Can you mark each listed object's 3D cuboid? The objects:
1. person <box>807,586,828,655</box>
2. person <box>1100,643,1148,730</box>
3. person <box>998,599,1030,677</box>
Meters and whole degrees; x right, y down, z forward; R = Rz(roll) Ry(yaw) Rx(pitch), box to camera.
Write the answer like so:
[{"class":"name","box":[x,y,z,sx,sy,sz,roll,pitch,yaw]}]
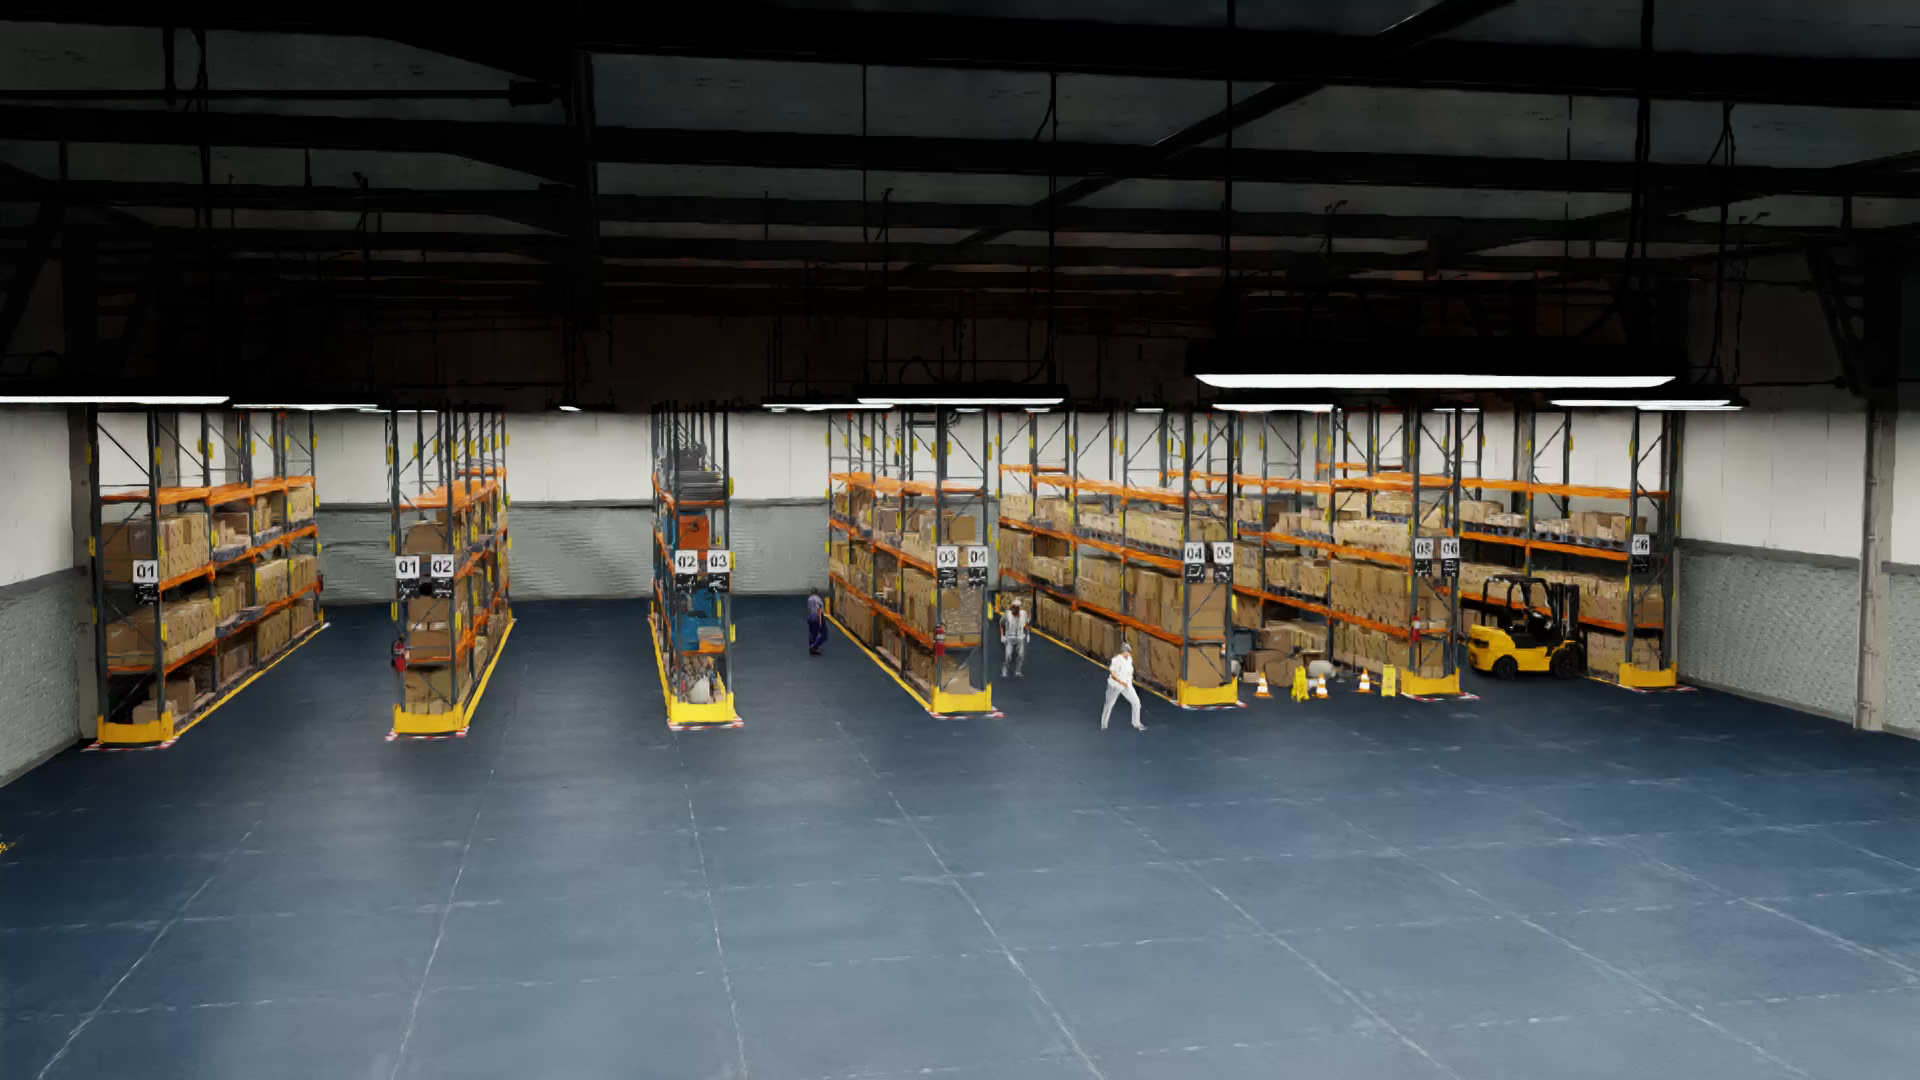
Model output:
[{"class":"person","box":[-3.436,1.922,39.562,0.437,1.645,0.539,-4,6,-42]},{"class":"person","box":[2.939,2.646,30.179,0.665,1.601,0.794,-3,5,-31]},{"class":"person","box":[1.185,2.137,36.202,0.702,1.735,0.549,-1,4,-13]}]
